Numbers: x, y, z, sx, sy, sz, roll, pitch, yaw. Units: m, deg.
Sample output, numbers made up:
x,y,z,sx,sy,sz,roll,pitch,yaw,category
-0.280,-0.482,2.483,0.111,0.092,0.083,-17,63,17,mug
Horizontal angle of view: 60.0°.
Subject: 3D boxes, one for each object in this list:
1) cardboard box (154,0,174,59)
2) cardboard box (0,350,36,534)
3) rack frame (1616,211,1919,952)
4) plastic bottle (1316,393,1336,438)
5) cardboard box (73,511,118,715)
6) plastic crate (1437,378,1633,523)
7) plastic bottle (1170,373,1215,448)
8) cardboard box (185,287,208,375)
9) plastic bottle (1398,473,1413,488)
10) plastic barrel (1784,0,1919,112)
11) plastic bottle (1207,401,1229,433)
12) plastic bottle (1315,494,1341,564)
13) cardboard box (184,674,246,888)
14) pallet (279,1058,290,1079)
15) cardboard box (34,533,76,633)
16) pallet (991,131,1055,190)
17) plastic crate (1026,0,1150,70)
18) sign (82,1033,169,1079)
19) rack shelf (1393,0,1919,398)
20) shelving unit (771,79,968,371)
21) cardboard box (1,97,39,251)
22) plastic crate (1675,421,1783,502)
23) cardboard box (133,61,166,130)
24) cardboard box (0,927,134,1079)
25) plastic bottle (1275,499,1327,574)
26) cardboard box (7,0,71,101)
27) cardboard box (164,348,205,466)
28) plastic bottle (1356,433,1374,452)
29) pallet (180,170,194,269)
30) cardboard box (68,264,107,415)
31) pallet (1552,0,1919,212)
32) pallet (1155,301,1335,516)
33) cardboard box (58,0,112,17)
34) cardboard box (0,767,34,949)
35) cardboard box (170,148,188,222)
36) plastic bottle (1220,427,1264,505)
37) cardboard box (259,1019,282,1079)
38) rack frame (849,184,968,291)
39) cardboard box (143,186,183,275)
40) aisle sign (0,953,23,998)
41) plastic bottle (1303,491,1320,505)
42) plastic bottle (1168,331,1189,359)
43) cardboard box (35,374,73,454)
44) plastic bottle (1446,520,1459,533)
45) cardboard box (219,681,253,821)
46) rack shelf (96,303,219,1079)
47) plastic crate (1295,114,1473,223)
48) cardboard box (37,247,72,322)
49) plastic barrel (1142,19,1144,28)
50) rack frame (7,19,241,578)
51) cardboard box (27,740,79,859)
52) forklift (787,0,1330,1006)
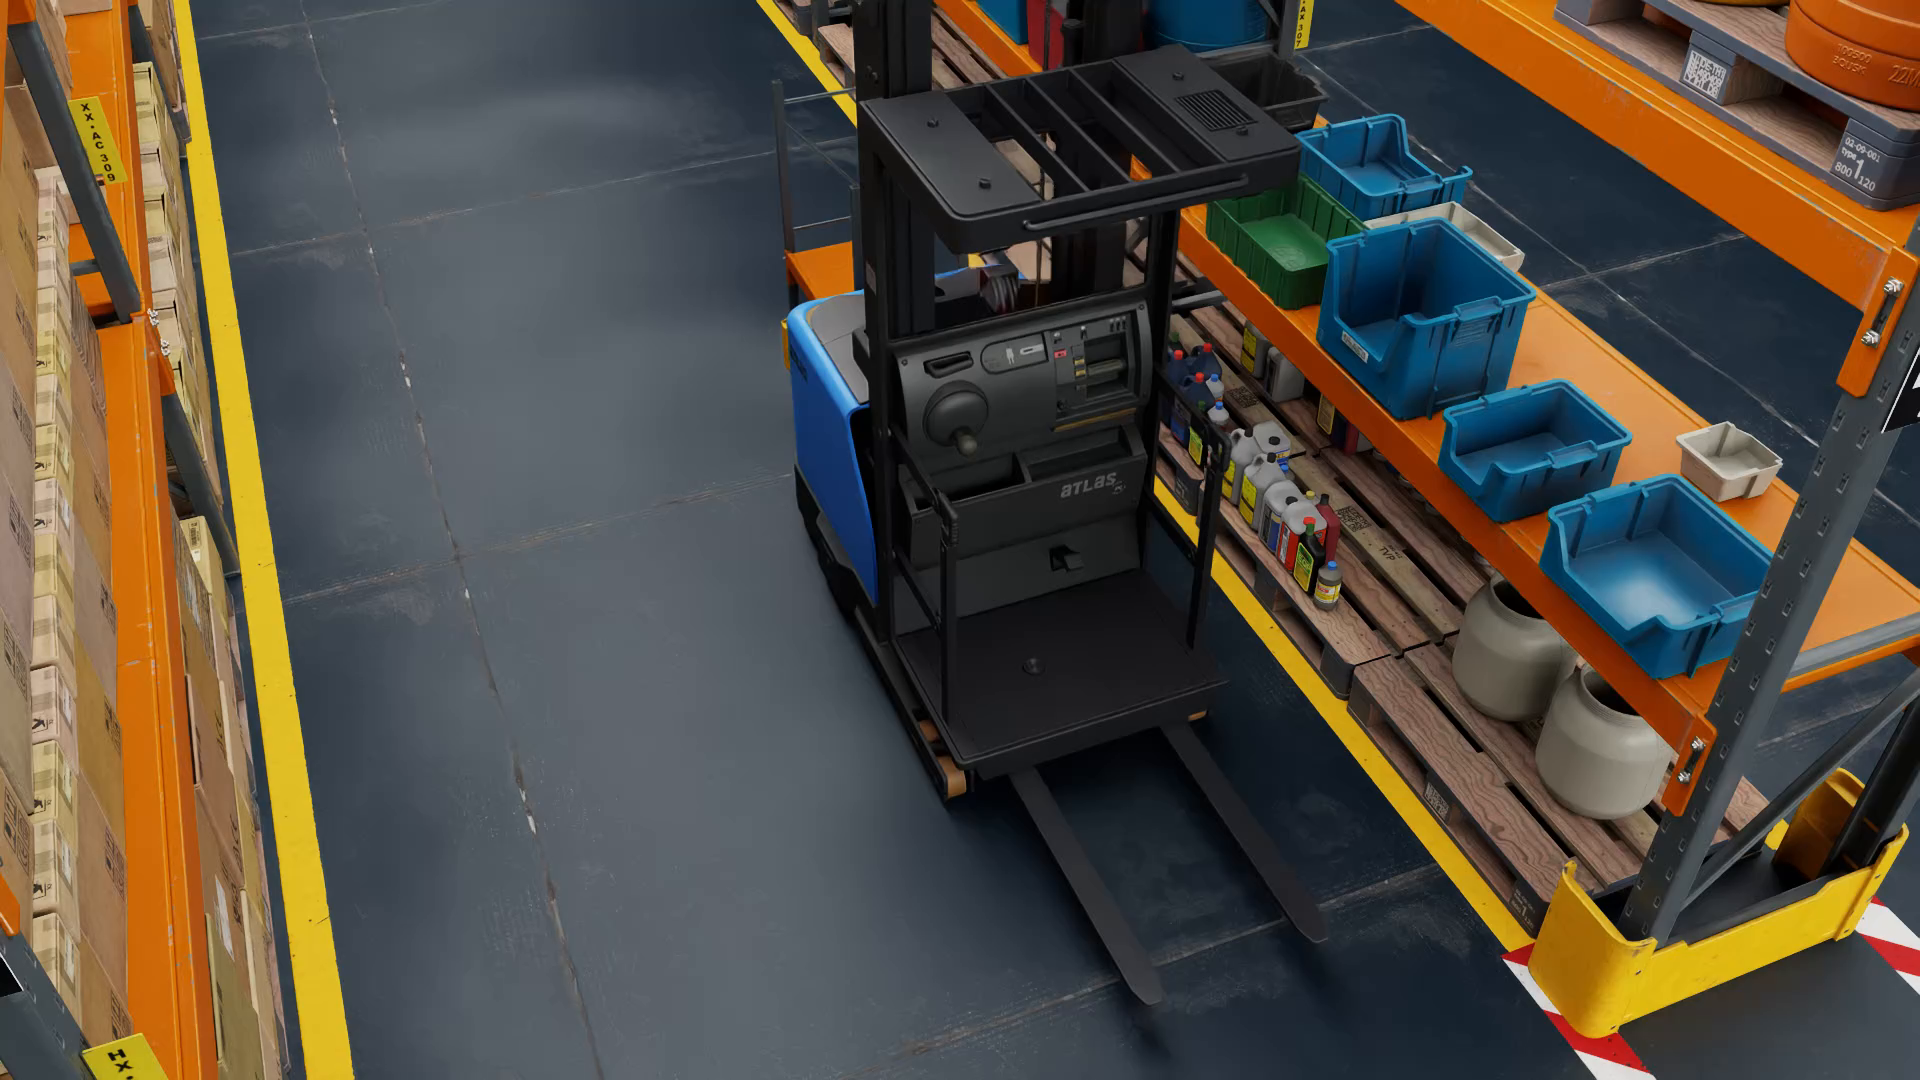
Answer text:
x,y,z,sx,sy,sz,roll,pitch,yaw,category
-5.192,-3.192,10.241,0.500,0.500,0.500,-17,43,-18,cardboard box
-2.794,-0.261,4.181,0.700,0.500,0.500,-15,43,-17,cardboard box
2.563,0.272,4.633,1.000,3.000,0.127,-15,43,-17,rack frame
1.657,-0.607,7.401,0.061,0.283,0.133,-15,43,-17,plastic bottle
-2.777,0.252,4.580,0.700,0.500,0.500,-14,43,-16,cardboard box
1.851,-0.291,5.401,0.499,0.251,0.408,-15,43,-17,plastic crate
1.030,-0.596,7.337,0.144,0.351,0.185,-17,43,-19,plastic bottle
-3.866,-0.945,7.835,0.500,0.250,0.500,-16,43,-18,cardboard box
1.949,-0.330,7.142,0.097,0.201,0.097,0,41,0,plastic bottle
2.259,-1.448,3.681,0.600,0.830,0.708,-15,43,-17,plastic barrel
1.121,-0.487,7.271,0.097,0.271,0.097,0,41,0,plastic bottle
1.482,-0.047,6.750,0.061,0.283,0.133,-15,43,-17,plastic bottle
-2.586,0.822,5.205,0.500,0.500,0.500,-15,43,-17,cardboard box
-2.347,2.113,4.631,1.003,0.211,1.213,-15,43,-17,pallet
-2.461,0.157,4.193,0.380,0.149,0.250,-16,43,-17,cardboard box
0.225,-2.279,9.739,1.003,0.211,1.213,-15,43,-17,pallet
0.564,-2.377,7.664,0.402,0.464,0.583,-15,43,-17,plastic crate
-1.500,1.013,3.047,0.100,0.325,0.005,-15,43,-17,sign
1.797,-1.797,5.290,1.077,0.370,4.000,-15,43,-17,rack shelf
-0.400,-1.198,7.493,0.587,1.500,1.083,-15,43,-17,shelving unit
-3.370,-1.168,5.236,0.700,0.500,0.500,-15,43,-17,cardboard box
2.517,-0.247,5.439,0.298,0.136,0.250,-15,43,-17,plastic crate
-4.648,-2.388,9.084,0.500,0.311,0.500,-14,43,-16,cardboard box
-2.182,1.184,3.496,0.700,0.500,0.500,-15,43,-17,cardboard box
1.384,-0.017,6.721,0.152,0.276,0.135,-15,43,-17,plastic bottle
-4.218,-2.027,7.230,0.500,0.500,0.500,-15,43,-17,cardboard box
-3.474,-0.544,6.939,0.500,0.311,0.500,-15,43,-17,cardboard box
1.800,-0.546,7.336,0.152,0.276,0.135,-14,43,-16,plastic bottle
-4.797,-1.750,9.123,1.003,0.211,1.213,-15,43,-17,pallet
-3.370,-0.676,5.659,0.700,0.500,0.500,-16,43,-18,cardboard box
2.336,-1.316,4.324,1.003,0.211,1.213,-15,43,-17,pallet
1.251,-0.665,7.861,1.003,0.211,1.213,-15,43,-17,pallet
-4.477,-2.745,8.334,0.380,0.149,0.250,-15,43,-17,cardboard box
-2.202,0.660,3.110,0.700,0.500,0.500,-15,43,-17,cardboard box
-4.449,-1.864,8.904,0.500,0.250,0.500,-16,43,-17,cardboard box
1.192,-0.340,7.039,0.144,0.351,0.185,-15,43,-17,plastic bottle
-2.210,1.710,4.747,0.500,0.250,0.500,-15,43,-17,cardboard box
-0.202,-0.886,7.130,0.500,1.500,0.032,-15,43,-17,rack frame
-4.063,-1.470,8.015,0.500,0.311,0.500,-14,43,-16,cardboard box
-1.707,0.483,2.393,0.394,0.787,0.004,-15,43,-17,aisle sign
1.439,-0.115,6.892,0.097,0.201,0.097,0,41,0,plastic bottle
0.996,-0.812,7.639,0.061,0.283,0.133,-15,43,-17,plastic bottle
-2.759,-0.312,4.738,0.380,0.149,0.250,-14,43,-16,cardboard box
2.087,-0.175,6.899,0.061,0.283,0.133,-14,43,-16,plastic bottle
-2.779,0.806,5.799,0.500,0.250,0.500,-15,43,-17,cardboard box
-2.781,0.574,4.834,1.077,0.370,4.000,-15,43,-17,rack shelf
1.706,-1.482,6.787,0.499,0.251,0.616,-15,43,-17,plastic crate
-3.049,-0.771,5.271,0.380,0.149,0.250,-16,43,-18,cardboard box
0.869,-2.820,8.124,0.433,0.535,0.433,0,41,0,plastic barrel
-3.546,-0.904,6.000,1.000,3.000,0.127,-15,43,-17,rack frame
-2.164,0.623,3.651,0.380,0.149,0.250,-15,43,-17,cardboard box
0.316,-0.478,5.558,1.130,2.935,3.031,-15,43,-17,forklift
